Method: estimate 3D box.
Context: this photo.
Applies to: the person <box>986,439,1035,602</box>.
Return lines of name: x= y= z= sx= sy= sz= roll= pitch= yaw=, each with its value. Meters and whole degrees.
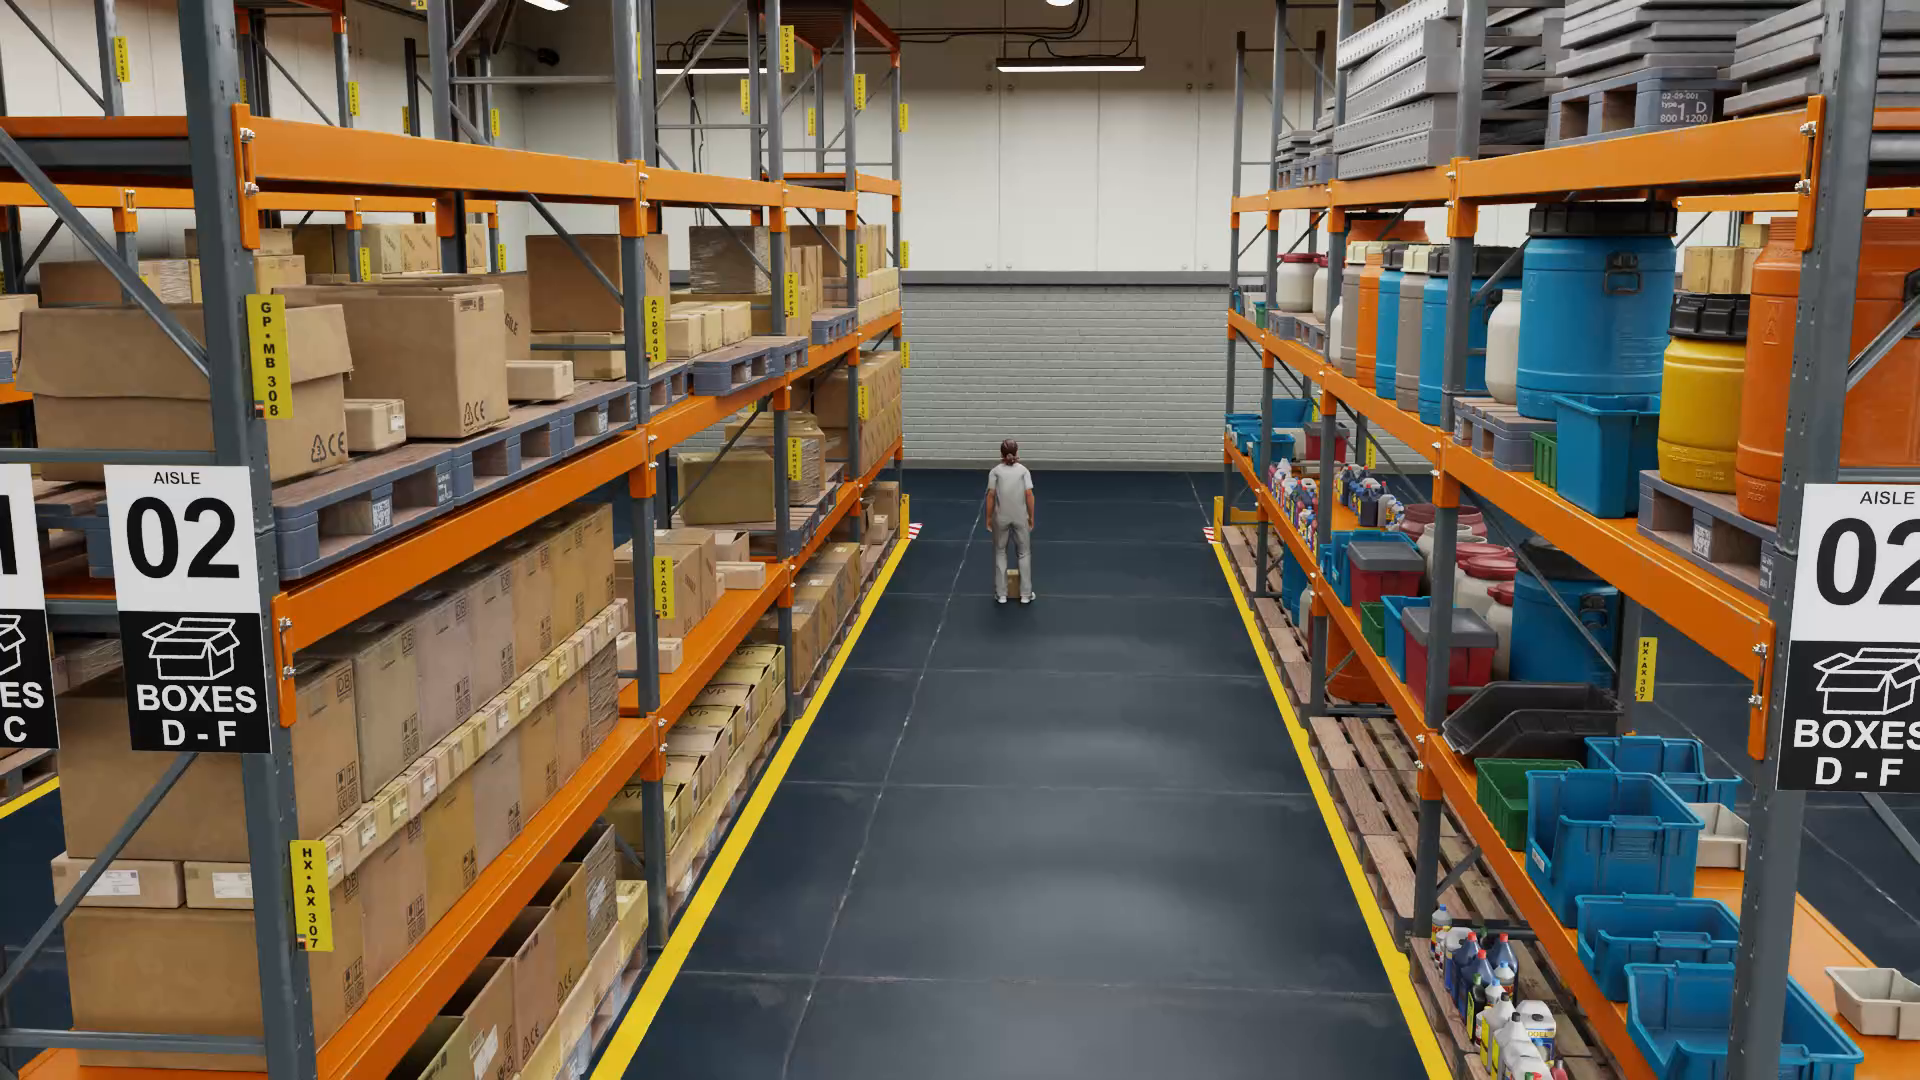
person: x=0.521 y=-0.196 z=16.957 sx=0.513 sy=1.673 sz=0.350 roll=0 pitch=11 yaw=1
